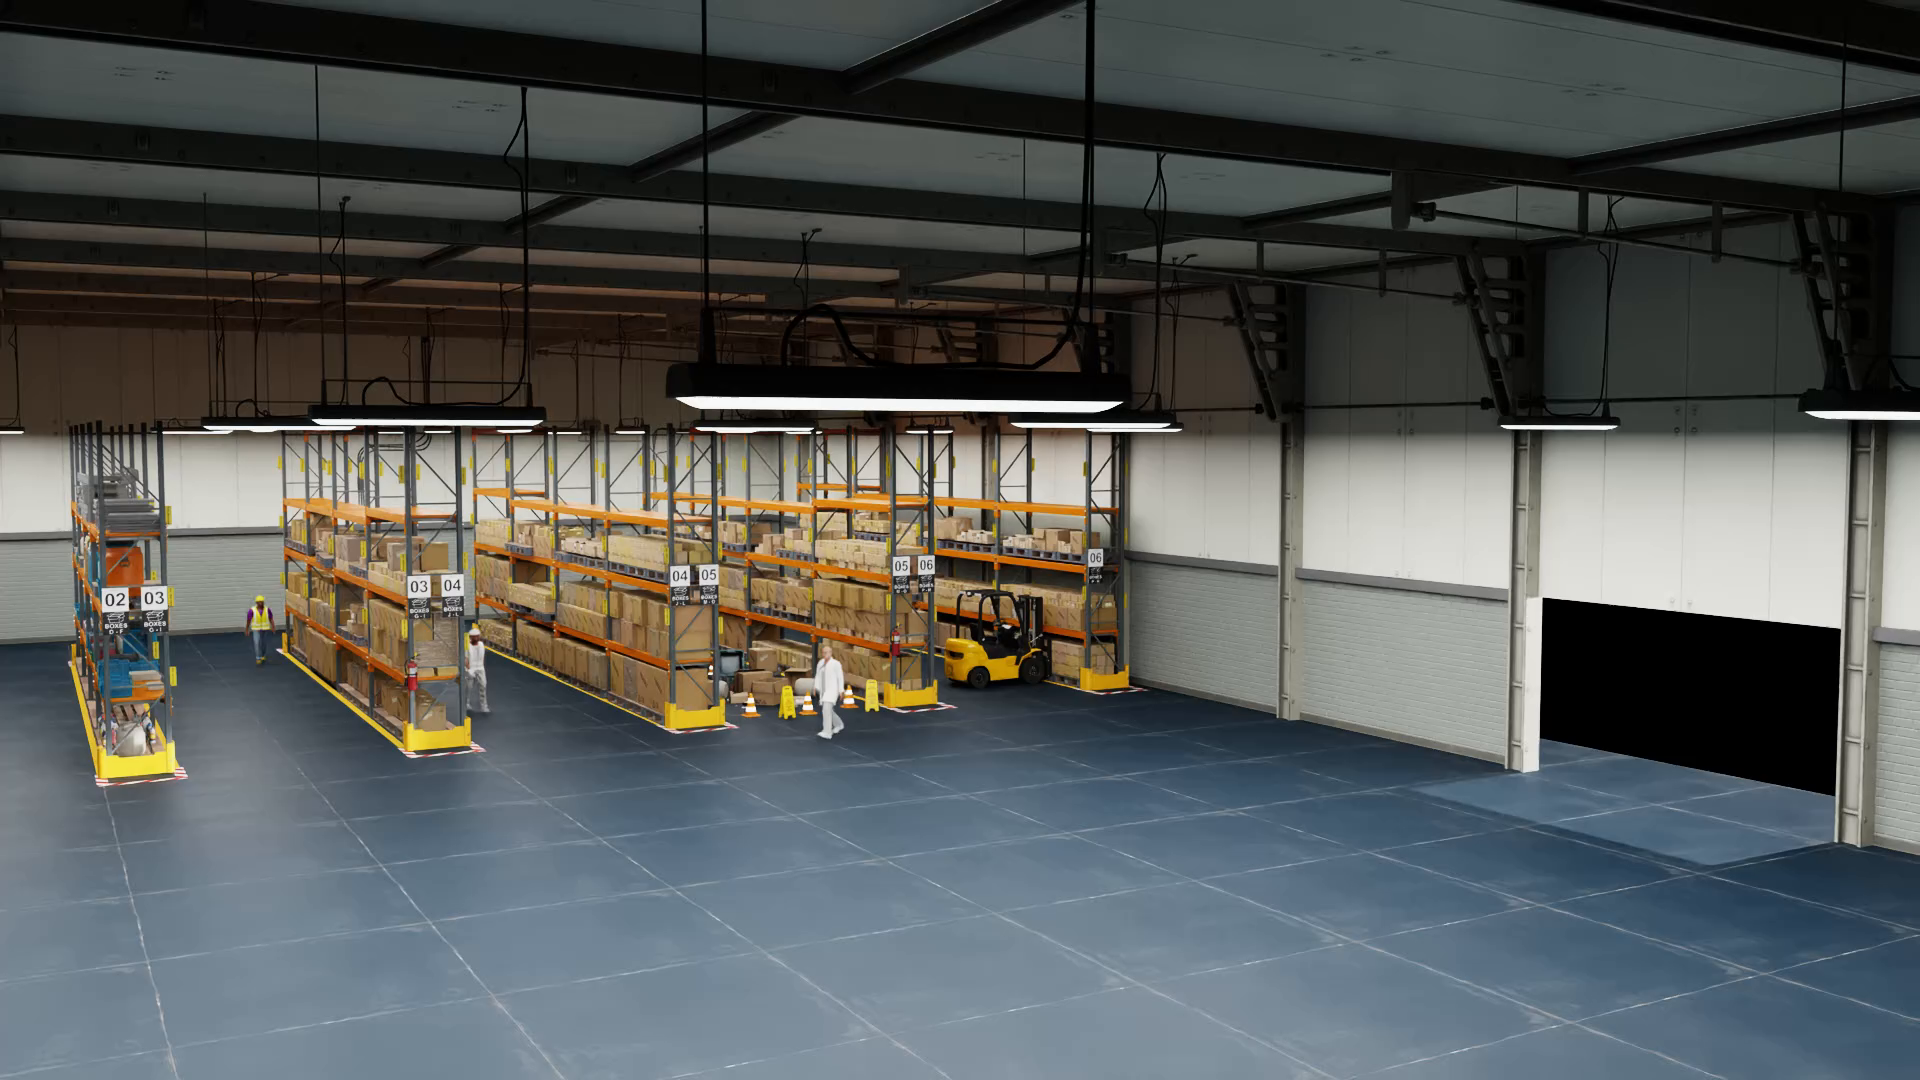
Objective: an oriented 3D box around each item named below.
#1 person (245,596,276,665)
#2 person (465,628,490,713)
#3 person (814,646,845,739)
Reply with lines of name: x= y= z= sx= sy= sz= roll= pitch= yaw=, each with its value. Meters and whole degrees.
person: x=-17.659 y=2.261 z=41.971 sx=0.696 sy=1.708 sz=1.085 roll=-2 pitch=4 yaw=-27
person: x=-10.045 y=2.703 z=34.546 sx=0.557 sy=1.725 sz=0.992 roll=-3 pitch=5 yaw=-43
person: x=-2.504 y=2.902 z=31.856 sx=0.918 sy=1.744 sz=0.577 roll=-3 pitch=5 yaw=-42
